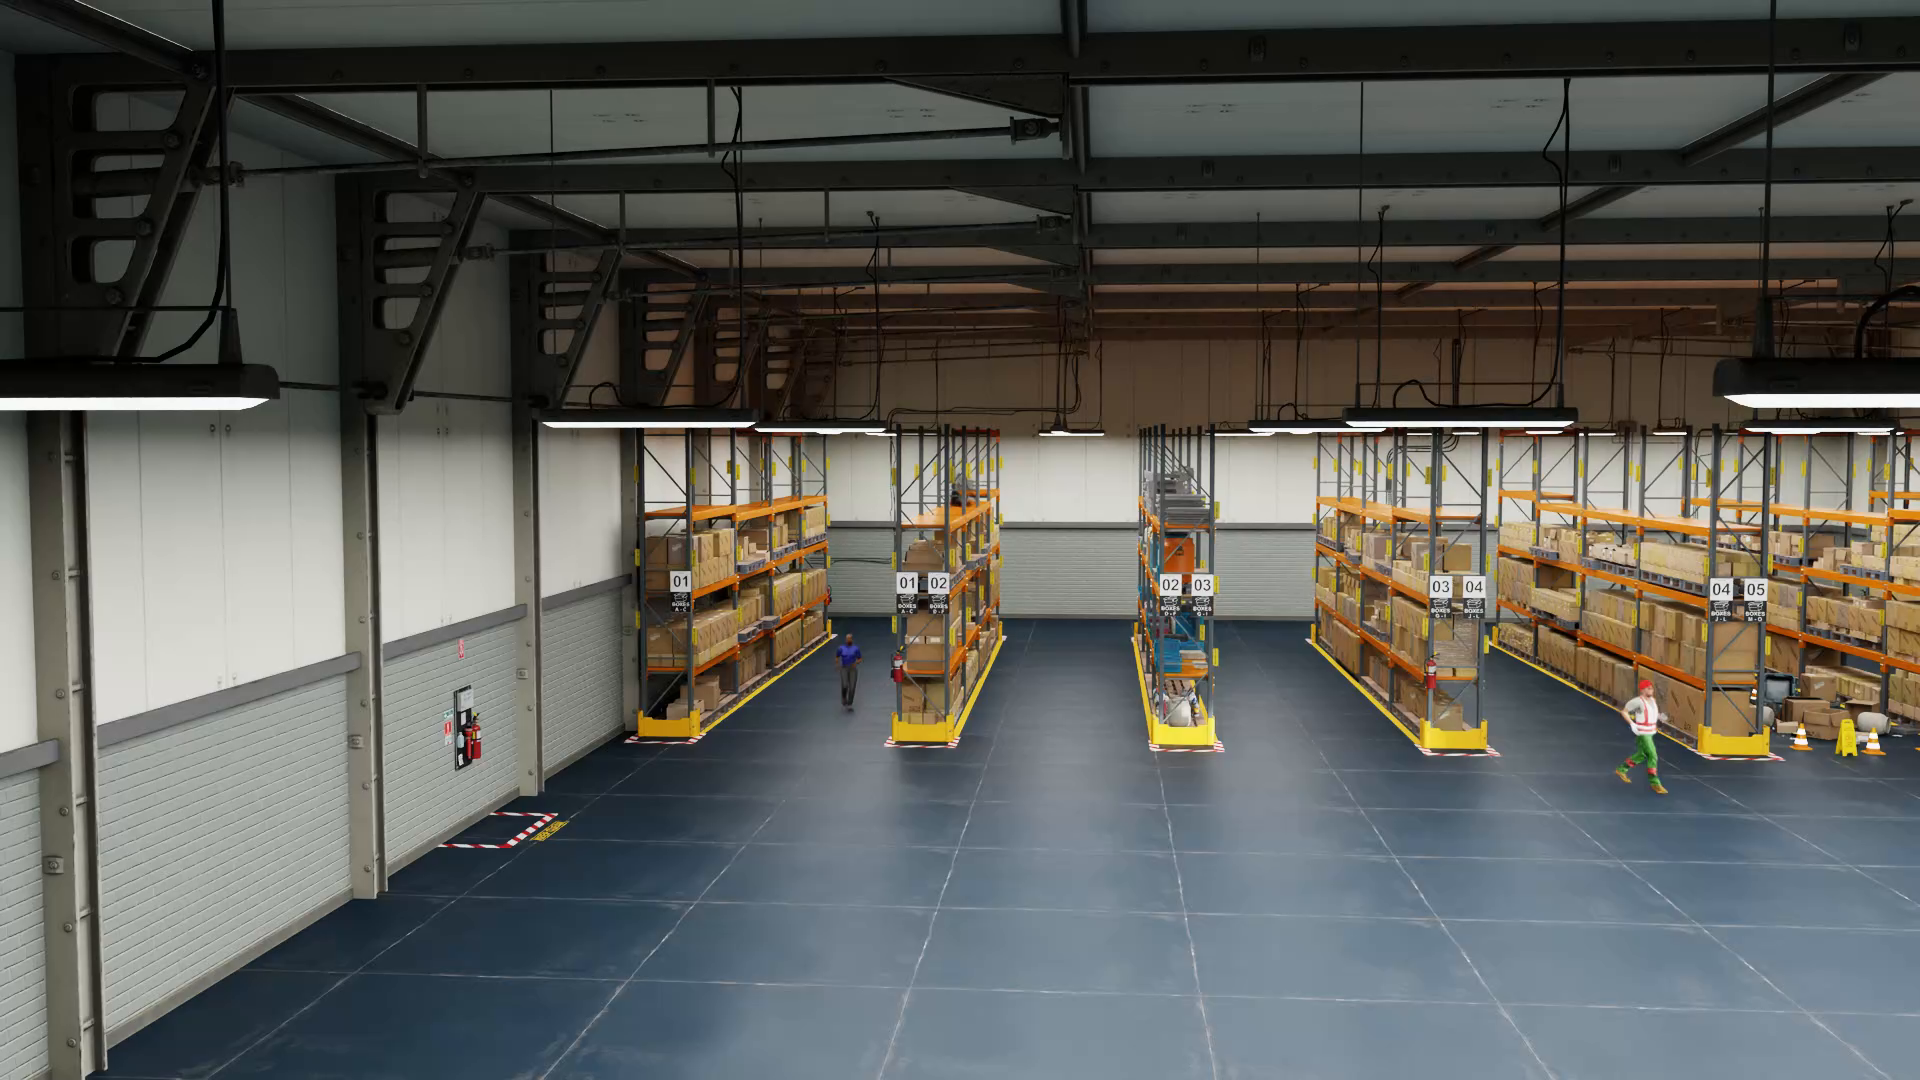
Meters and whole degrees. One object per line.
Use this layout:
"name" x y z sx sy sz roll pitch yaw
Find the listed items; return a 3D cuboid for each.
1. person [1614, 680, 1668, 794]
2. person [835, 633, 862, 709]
"person" 11.156 3.169 27.129 0.633 1.804 0.928 -3 5 -41
"person" -2.346 2.780 35.052 0.573 1.609 0.556 0 3 -5
